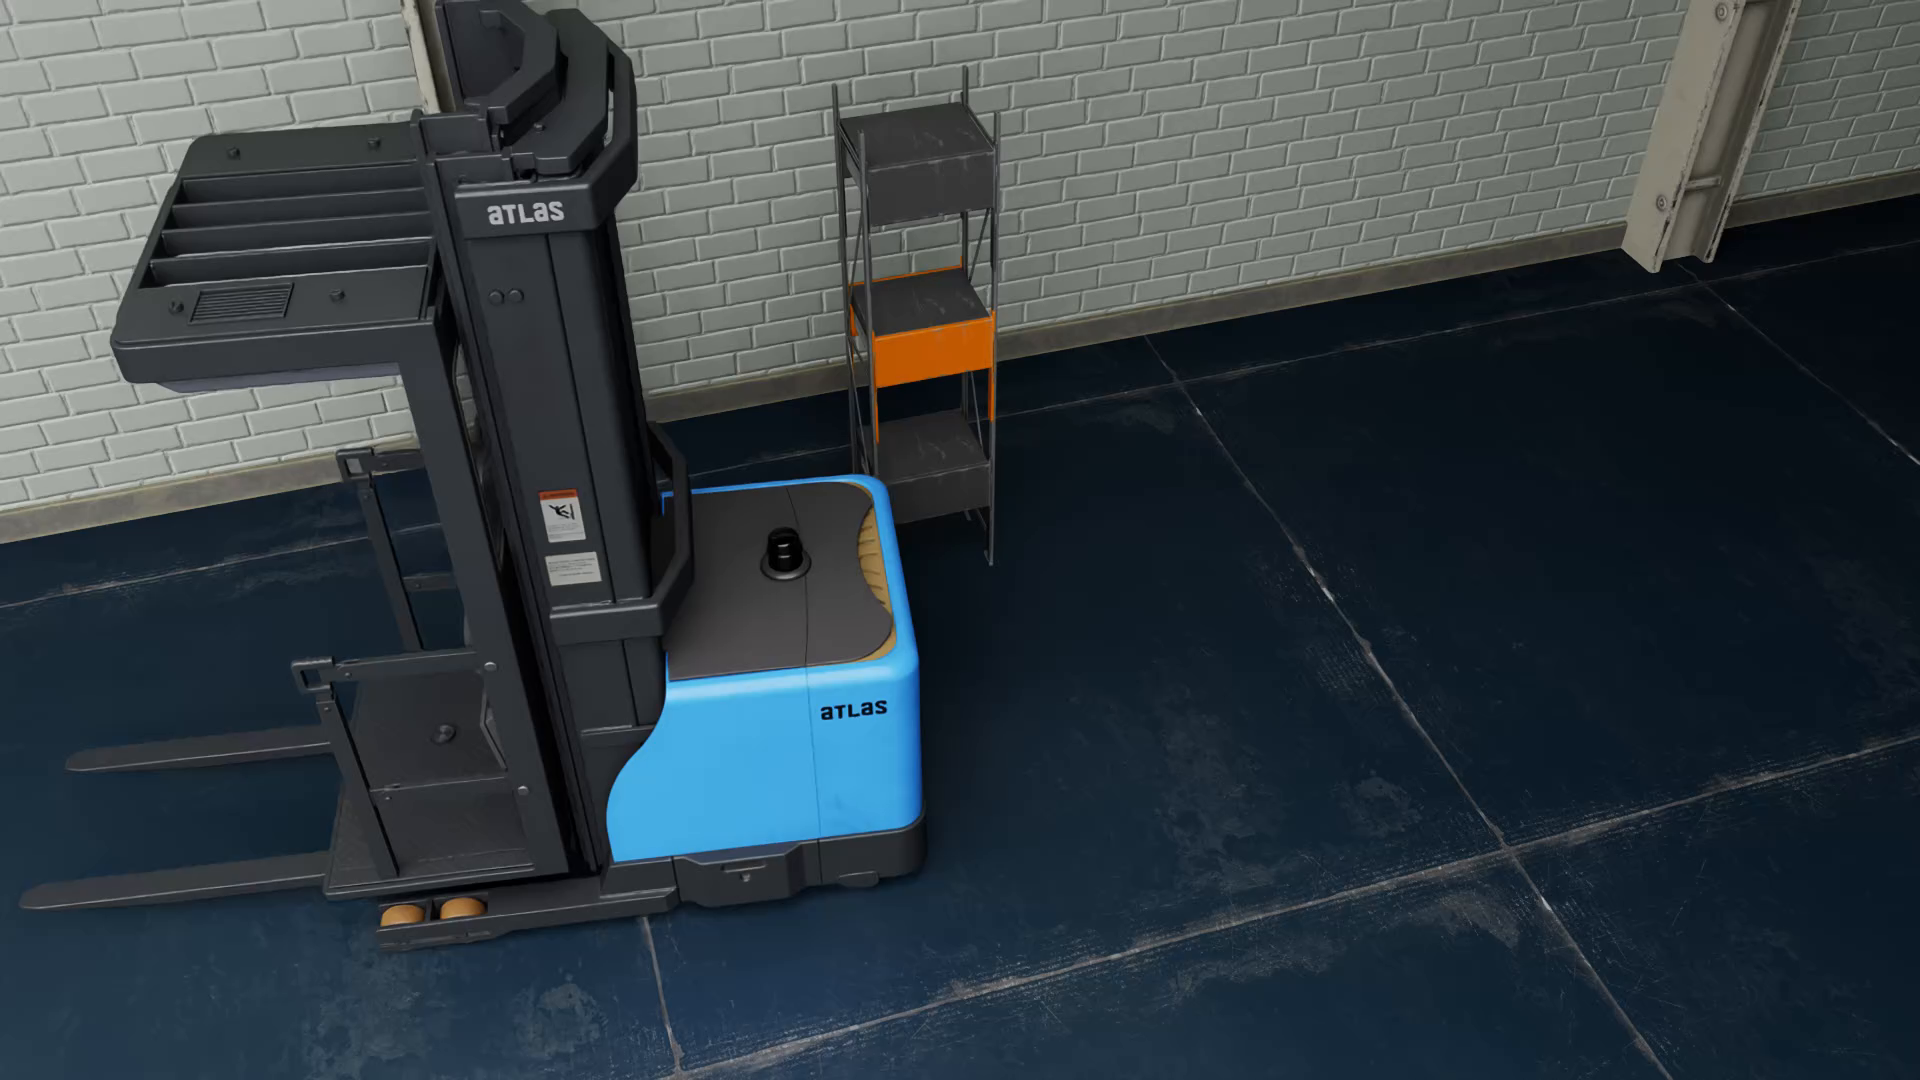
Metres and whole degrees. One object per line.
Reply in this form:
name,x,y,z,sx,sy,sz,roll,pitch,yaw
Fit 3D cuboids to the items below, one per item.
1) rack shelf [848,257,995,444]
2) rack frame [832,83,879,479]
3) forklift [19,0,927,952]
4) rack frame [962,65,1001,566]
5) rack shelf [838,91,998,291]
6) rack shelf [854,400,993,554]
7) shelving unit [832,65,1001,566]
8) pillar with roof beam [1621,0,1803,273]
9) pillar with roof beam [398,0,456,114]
rack shelf,-0.158,-0.748,6.531,0.480,0.518,0.431,-12,42,-13
rack frame,-0.391,-0.710,6.467,0.015,2.100,0.400,-12,42,-13
forklift,-1.678,-0.083,5.117,3.031,2.935,1.130,-6,41,-6
rack frame,0.075,-0.806,6.577,0.015,2.100,0.400,-12,42,-13
rack shelf,-0.158,-1.275,6.070,0.480,0.518,0.431,-12,42,-13
rack shelf,-0.158,-0.221,6.991,0.480,0.518,0.431,-12,42,-13
shelving unit,-0.158,-0.758,6.522,0.503,2.100,0.431,-12,42,-13
pillar with roof beam,5.126,-2.248,2.983,0.400,9.000,9.100,-12,42,-13
pillar with roof beam,-0.597,-1.062,1.626,0.400,9.000,9.100,-12,42,-13
